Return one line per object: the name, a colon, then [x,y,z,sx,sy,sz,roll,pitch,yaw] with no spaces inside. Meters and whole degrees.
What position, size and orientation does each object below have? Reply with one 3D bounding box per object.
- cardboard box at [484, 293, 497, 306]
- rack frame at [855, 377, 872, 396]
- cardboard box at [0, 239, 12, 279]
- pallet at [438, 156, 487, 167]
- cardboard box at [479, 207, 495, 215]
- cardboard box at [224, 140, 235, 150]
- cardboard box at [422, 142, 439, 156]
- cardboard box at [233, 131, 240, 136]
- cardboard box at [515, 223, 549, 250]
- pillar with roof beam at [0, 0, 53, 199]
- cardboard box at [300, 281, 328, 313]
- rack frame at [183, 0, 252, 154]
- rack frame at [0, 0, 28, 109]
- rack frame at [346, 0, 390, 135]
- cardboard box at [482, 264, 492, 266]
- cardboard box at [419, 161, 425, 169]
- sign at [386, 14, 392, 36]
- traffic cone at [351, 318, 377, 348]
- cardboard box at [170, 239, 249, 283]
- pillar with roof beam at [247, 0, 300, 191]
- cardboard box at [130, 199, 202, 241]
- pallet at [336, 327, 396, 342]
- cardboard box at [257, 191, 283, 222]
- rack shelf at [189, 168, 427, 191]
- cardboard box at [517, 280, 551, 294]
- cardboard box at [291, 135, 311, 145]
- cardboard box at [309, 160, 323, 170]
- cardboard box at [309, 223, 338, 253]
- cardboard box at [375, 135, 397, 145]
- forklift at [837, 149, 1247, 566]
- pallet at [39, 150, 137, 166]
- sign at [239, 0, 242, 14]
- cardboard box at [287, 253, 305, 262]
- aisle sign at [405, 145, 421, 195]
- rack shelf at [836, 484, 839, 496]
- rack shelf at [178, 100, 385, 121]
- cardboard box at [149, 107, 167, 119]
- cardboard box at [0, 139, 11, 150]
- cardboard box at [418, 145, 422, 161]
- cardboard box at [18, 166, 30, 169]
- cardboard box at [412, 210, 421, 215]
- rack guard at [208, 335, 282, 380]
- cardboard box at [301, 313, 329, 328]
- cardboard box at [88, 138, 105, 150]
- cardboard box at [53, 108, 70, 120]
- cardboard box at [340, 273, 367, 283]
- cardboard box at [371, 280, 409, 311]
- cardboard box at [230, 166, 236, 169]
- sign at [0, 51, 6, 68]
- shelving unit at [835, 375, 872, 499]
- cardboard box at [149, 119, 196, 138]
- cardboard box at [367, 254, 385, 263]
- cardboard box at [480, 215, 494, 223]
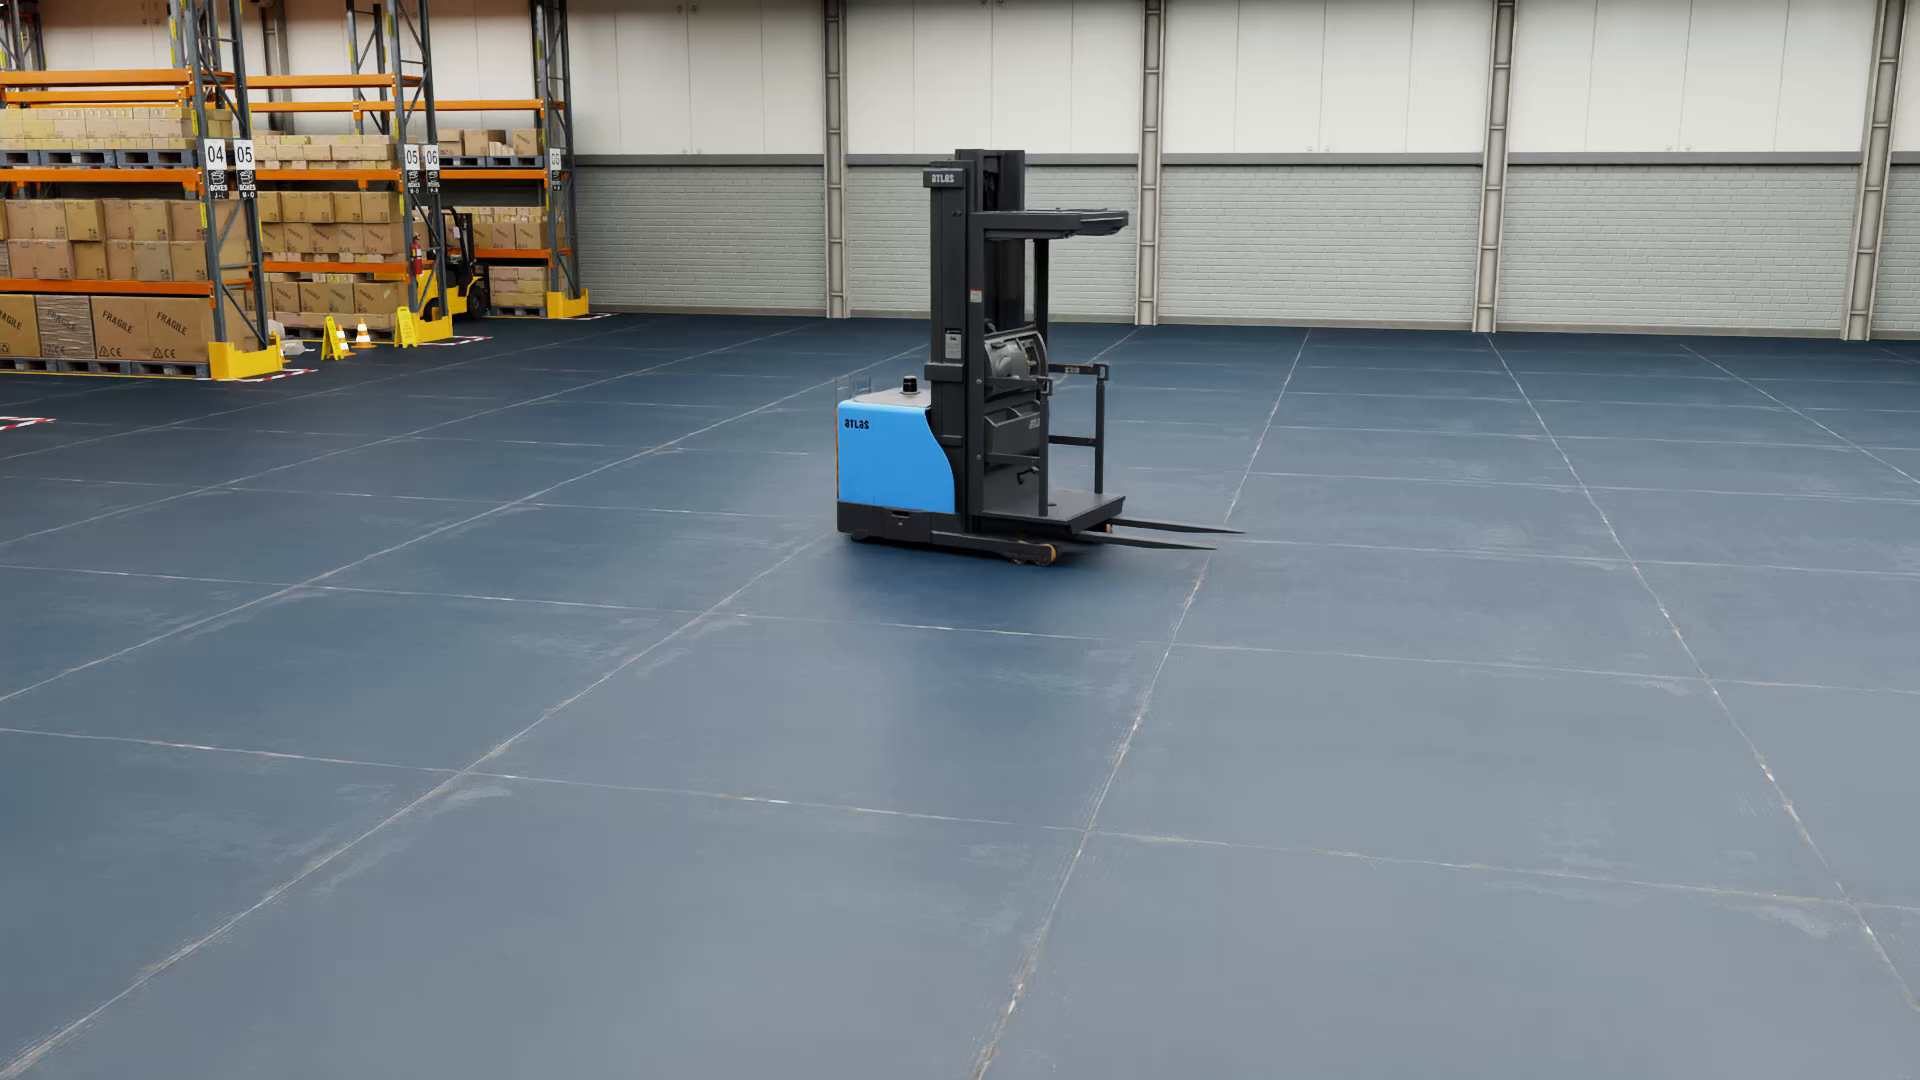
cardboard box: [-9.220,-4.752,32.698,0.500,0.250,0.500,3,13,14]
rack frame: [-0.756,-0.677,13.109,0.006,1.200,0.240,7,14,28]
cardboard box: [-13.520,-4.050,23.808,0.550,0.550,0.875,3,13,14]
pallet: [-9.592,-7.402,32.543,1.213,0.211,1.003,3,13,14]
cardboard box: [-9.133,-6.394,32.304,0.250,0.149,0.380,3,13,15]
cardboard box: [-10.253,-5.466,22.994,0.250,0.149,0.380,3,13,14]
cardboard box: [-10.239,-7.595,32.319,0.258,0.266,0.396,3,13,12]
cardboard box: [-14.332,-7.964,33.440,0.500,0.500,0.700,3,13,12]
cardboard box: [-8.264,-5.895,32.240,0.500,0.500,0.500,3,13,12]
pillar with roof beam: [-20.866,-8.748,31.479,0.548,9.000,9.100,3,13,14]
cardboard box: [-10.745,-4.101,28.034,0.500,0.500,0.500,3,13,12]
rack frame: [-9.997,-6.714,22.314,0.127,3.000,1.000,3,13,14]
rack frame: [-16.676,-8.176,28.901,0.127,3.000,1.000,3,13,14]
rack frame: [-11.607,-9.012,32.671,0.127,3.000,1.000,3,13,14]
cardboard box: [-9.610,-5.373,33.188,0.500,0.250,0.500,3,13,12]
cardboard box: [-9.154,-6.259,27.767,0.250,0.149,0.380,3,13,14]
sign: [-9.062,-8.178,26.390,0.005,0.325,0.100,3,13,14]
traffic cone: [-9.636,-3.344,26.832,0.334,0.463,0.336,3,13,14]
cardboard box: [-10.368,-3.869,22.991,0.550,0.550,0.875,3,13,14]
pillar with roof beam: [-15.040,-8.436,30.075,0.548,9.000,9.100,3,13,14]
cardboard box: [-10.904,-4.423,22.995,0.550,0.550,0.875,3,13,14]
pallet: [-9.763,-3.524,28.223,1.213,0.211,1.003,3,13,14]
cardboard box: [-11.446,-5.590,27.872,0.500,0.500,0.700,3,13,12]
rack shelf: [-10.851,-6.049,27.900,4.000,0.370,1.077,3,13,14]
cardboard box: [-8.271,-4.942,32.401,0.500,0.250,0.500,3,13,13]
cardboard box: [-10.805,-6.591,27.421,0.250,0.149,0.380,3,13,15]
cardboard box: [-10.559,-6.206,27.526,0.250,0.149,0.380,3,13,12]
cardboard box: [-10.472,-5.050,27.744,0.500,0.500,0.500,3,13,13]
cardboard box: [-9.309,-6.518,27.094,0.250,0.149,0.380,3,13,14]
forklift: [0.598,-1.372,12.243,3.031,2.935,1.130,7,14,28]
pallet: [-11.908,-5.306,23.096,1.213,0.211,1.003,3,13,14]
sign: [-9.858,-7.364,22.720,0.005,0.325,0.100,3,13,14]
cardboard box: [-11.073,-4.757,27.924,0.250,0.149,0.380,3,13,13]
aisle sign: [-8.919,-6.037,27.108,0.004,0.787,0.394,3,13,14]
rack shelf: [-0.836,-0.409,13.213,0.180,0.103,0.258,7,14,28]
rack shelf: [-13.549,-8.570,33.260,4.000,0.370,1.077,3,13,14]
cardboard box: [-10.648,-5.730,22.340,0.250,0.149,0.380,3,13,14]
cardboard box: [-13.115,-5.472,23.020,0.250,0.149,0.380,3,13,13]
cardboard box: [-9.334,-6.450,27.709,0.500,0.250,0.500,3,13,13]
cardboard box: [-16.163,-6.580,28.946,0.258,0.266,0.396,3,13,14]
cardboard box: [-10.618,-6.474,32.667,0.250,0.149,0.380,3,13,15]
rack guard: [-9.974,-2.564,23.229,0.348,0.500,1.175,3,13,14]
cardboard box: [-10.769,-3.734,28.111,0.500,0.250,0.500,3,13,12]
cardboard box: [-11.635,-5.393,22.664,0.250,0.149,0.380,3,13,14]
cardboard box: [-12.132,-5.809,22.696,0.250,0.149,0.380,3,13,13]
cardboard box: [-10.122,-4.369,27.743,0.250,0.149,0.380,3,13,15]
cardboard box: [-9.650,-4.162,28.306,0.500,0.500,0.500,3,13,12]
cardboard box: [-12.041,-6.298,27.944,0.250,0.149,0.380,3,13,14]
sign: [-19.522,-9.809,33.922,0.005,0.325,0.100,3,13,14]
shelving unit: [-0.836,-0.687,13.151,0.189,1.200,0.258,7,14,28]
cardboard box: [-10.539,-5.543,22.416,0.500,0.250,0.500,3,13,14]
cardboard box: [-9.596,-4.673,27.545,0.250,0.149,0.380,3,13,13]
cardboard box: [-9.128,-6.253,32.356,0.250,0.149,0.380,3,13,12]
